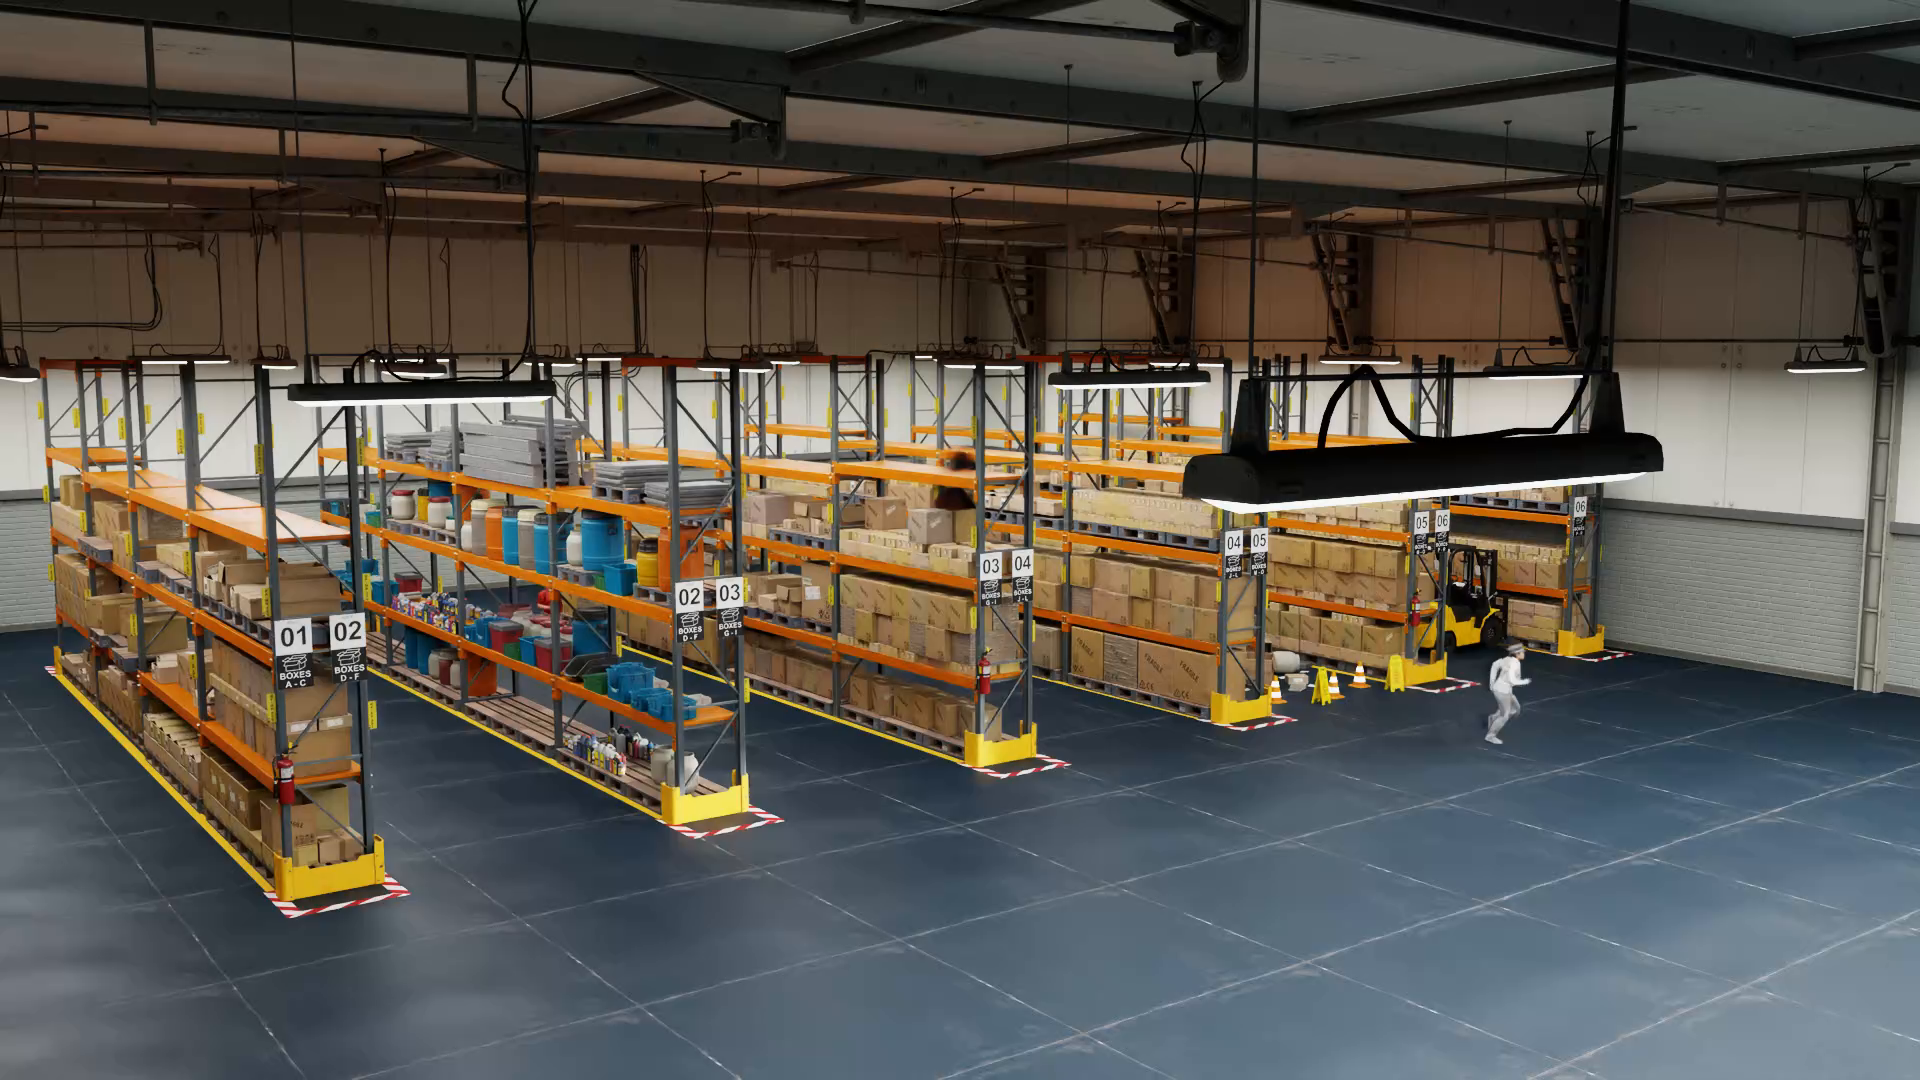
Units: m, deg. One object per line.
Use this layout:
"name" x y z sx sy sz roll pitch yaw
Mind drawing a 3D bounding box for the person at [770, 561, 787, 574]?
"person" -4.544 0.495 41.899 0.598 1.618 0.624 2 7 16

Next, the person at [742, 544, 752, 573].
"person" -5.057 0.889 38.153 0.664 1.823 0.969 -4 8 -28

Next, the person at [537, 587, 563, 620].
"person" -8.008 1.573 32.527 0.608 1.767 0.909 -6 9 -39

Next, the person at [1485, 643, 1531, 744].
"person" 8.621 2.413 26.123 0.660 1.622 0.597 2 7 14
